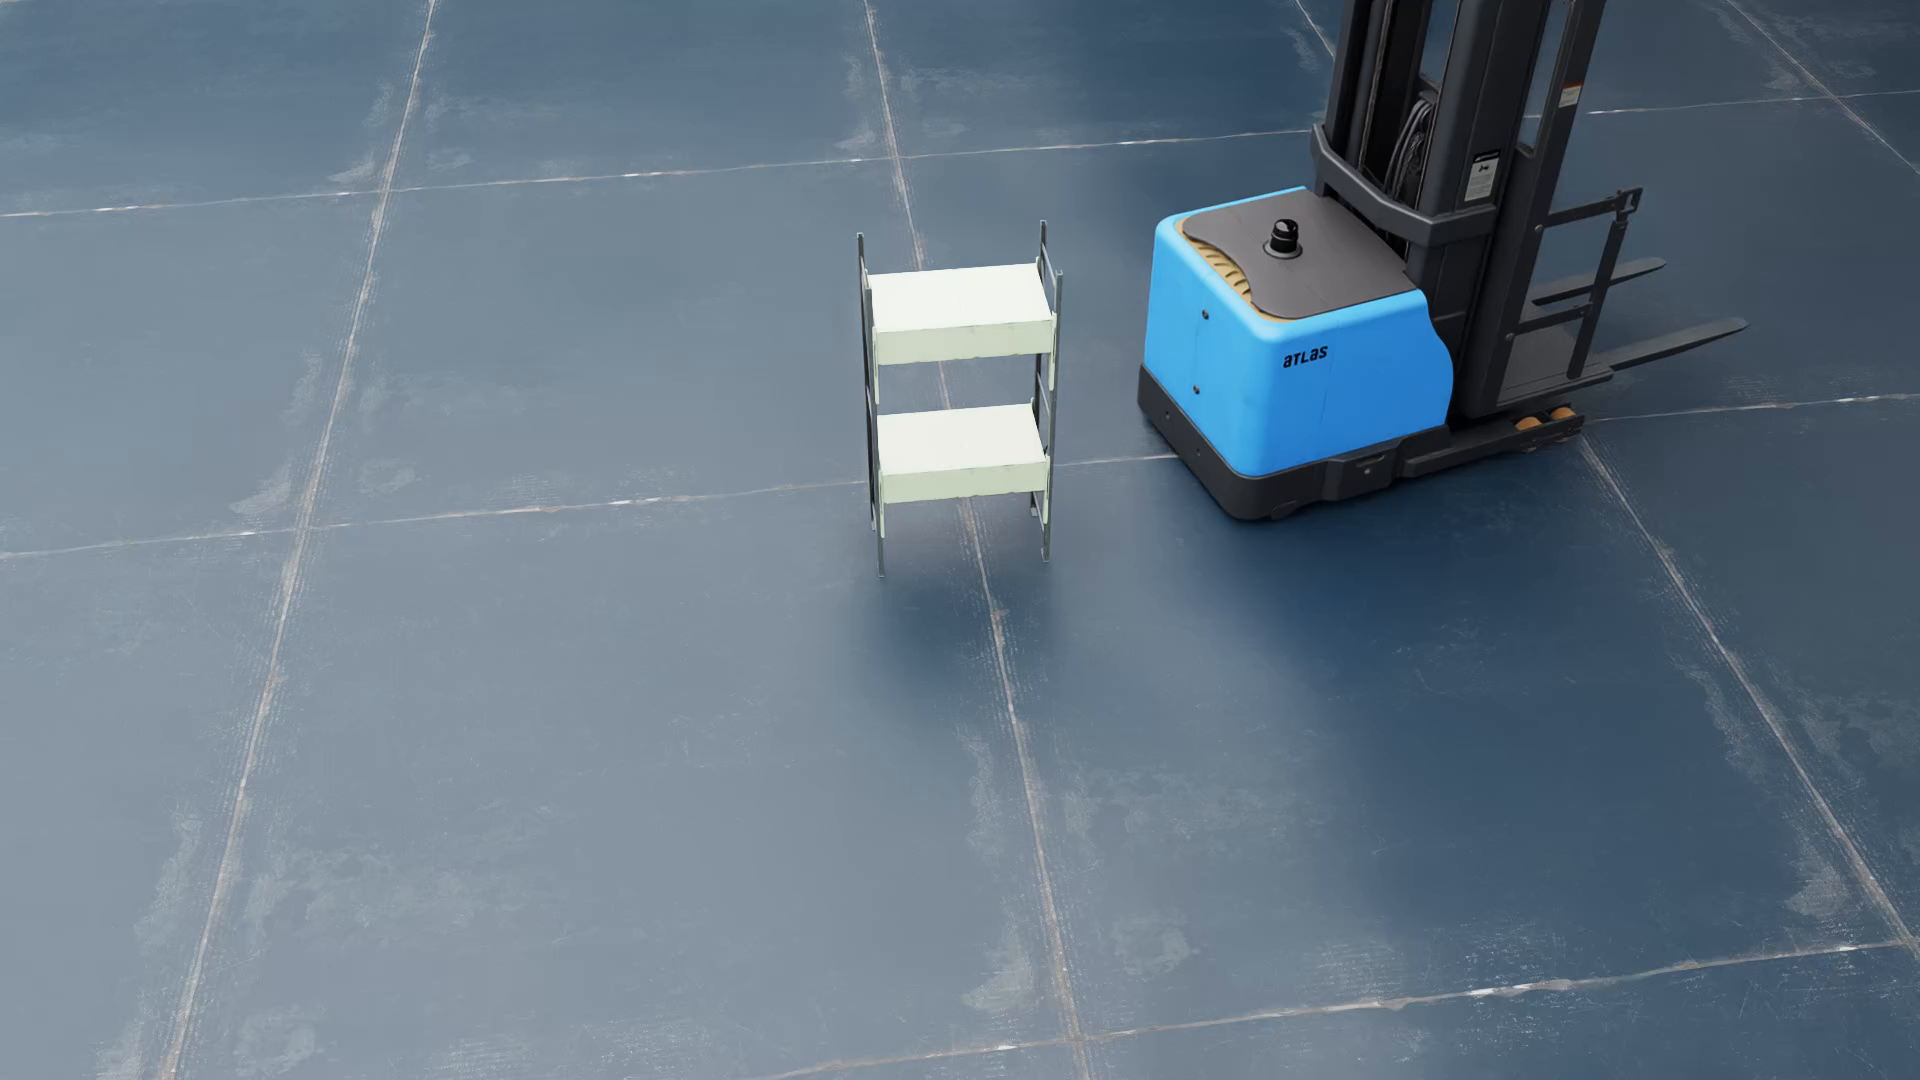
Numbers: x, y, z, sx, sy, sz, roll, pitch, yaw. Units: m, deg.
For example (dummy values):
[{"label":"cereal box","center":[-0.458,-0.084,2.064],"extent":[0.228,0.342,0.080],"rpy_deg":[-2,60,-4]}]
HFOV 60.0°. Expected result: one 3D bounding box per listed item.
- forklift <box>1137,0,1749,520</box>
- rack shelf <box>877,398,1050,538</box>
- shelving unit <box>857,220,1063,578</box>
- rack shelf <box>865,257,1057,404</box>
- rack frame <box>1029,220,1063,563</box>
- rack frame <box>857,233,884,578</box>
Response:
[{"label":"forklift","center":[2.431,-1.819,7.293],"extent":[3.031,2.935,1.130],"rpy_deg":[-16,44,-17]},{"label":"rack shelf","center":[-0.007,-0.314,7.181],"extent":[0.720,0.370,0.431],"rpy_deg":[-5,42,-6]},{"label":"shelving unit","center":[-0.007,-0.556,6.962],"extent":[0.755,1.500,0.431],"rpy_deg":[-5,42,-6]},{"label":"rack shelf","center":[-0.007,-0.846,6.701],"extent":[0.720,0.370,0.431],"rpy_deg":[-5,42,-6]},{"label":"rack frame","center":[0.356,-0.588,6.997],"extent":[0.023,1.500,0.400],"rpy_deg":[-5,42,-6]},{"label":"rack frame","center":[-0.370,-0.525,6.927],"extent":[0.023,1.500,0.400],"rpy_deg":[-5,42,-6]}]
